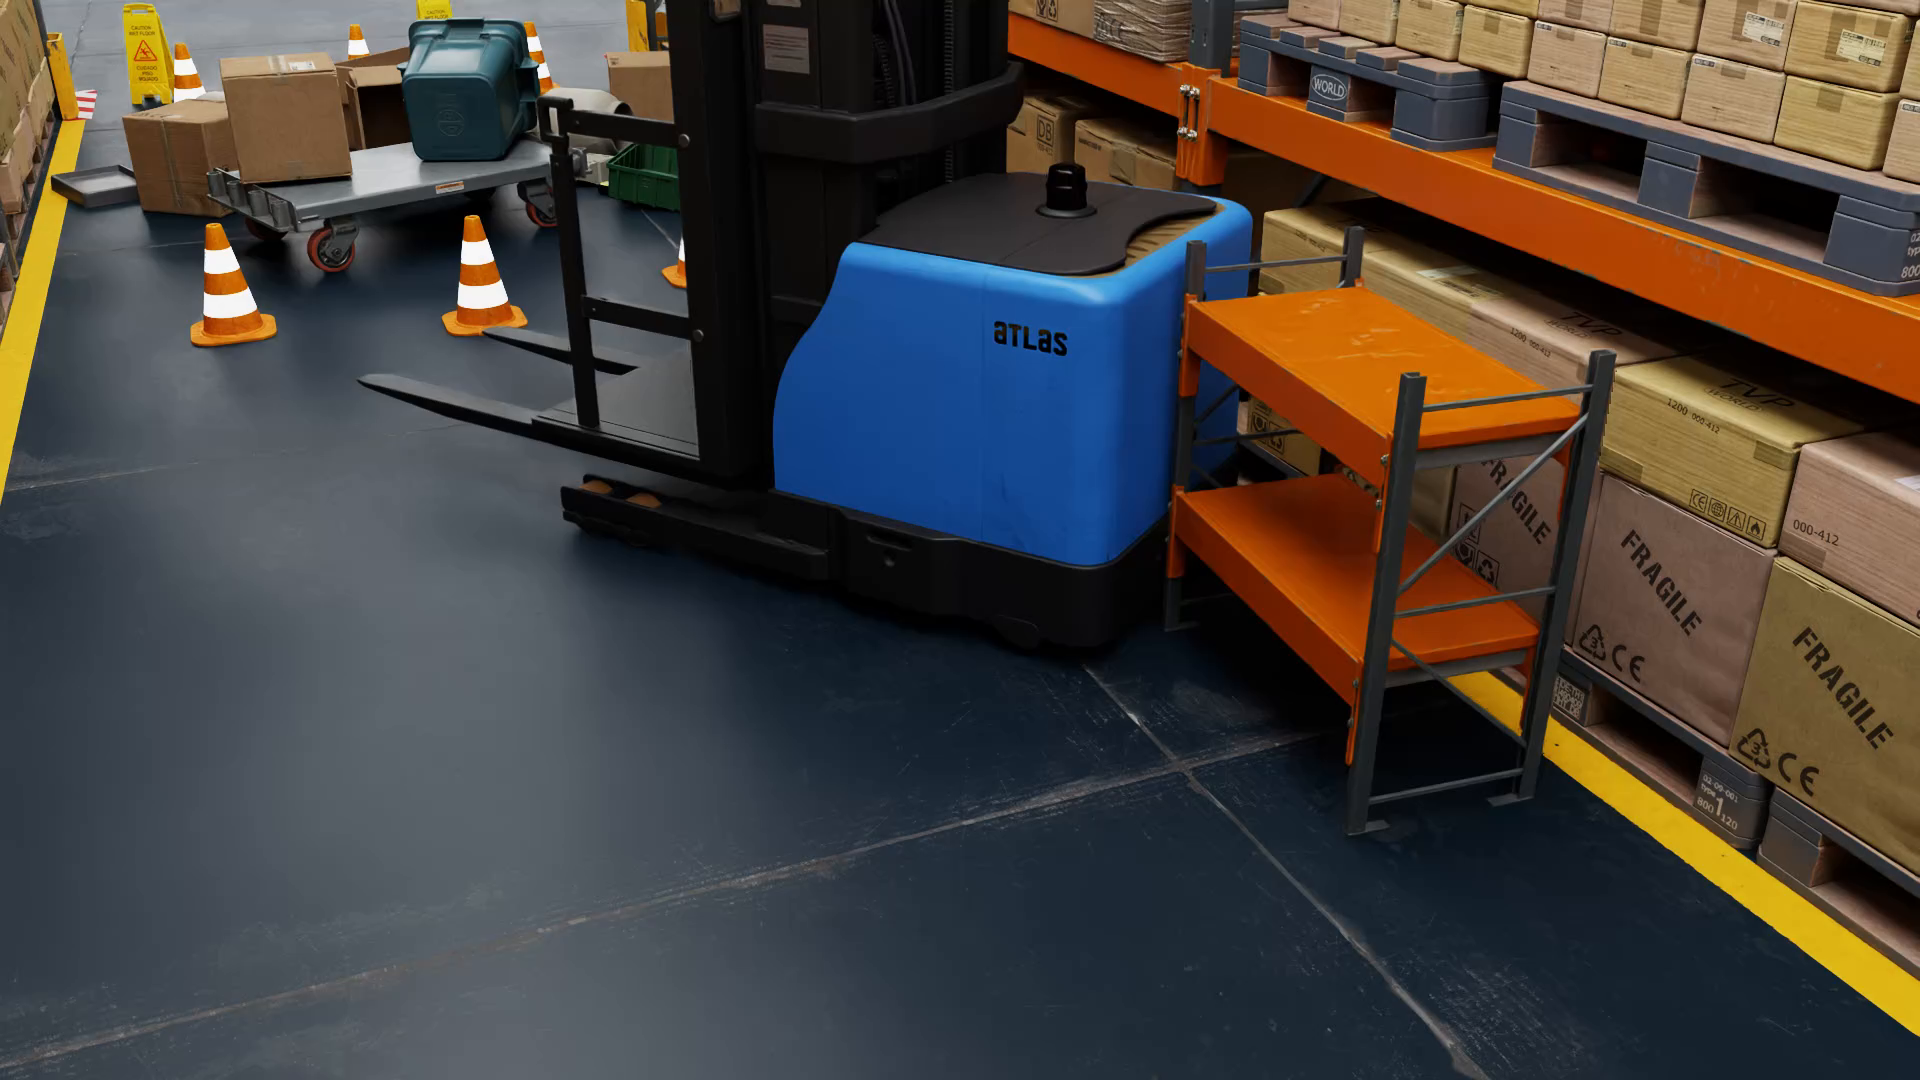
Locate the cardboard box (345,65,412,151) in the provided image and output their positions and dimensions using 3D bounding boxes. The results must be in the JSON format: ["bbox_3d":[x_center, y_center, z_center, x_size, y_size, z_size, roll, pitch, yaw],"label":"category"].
[{"bbox_3d":[-3.033,-2.397,9.432,0.797,0.637,0.503,-11,28,-21],"label":"cardboard box"}]

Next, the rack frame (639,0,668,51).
[{"bbox_3d":[-1.909,-5.000,12.071,1.000,3.000,0.127,-11,28,-21],"label":"rack frame"}]

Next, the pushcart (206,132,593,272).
[{"bbox_3d":[-2.779,-1.727,8.357,1.648,0.377,0.936,-22,34,-38],"label":"pushcart"}]

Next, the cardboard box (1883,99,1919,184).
[{"bbox_3d":[2.043,-0.775,3.227,0.380,0.149,0.250,-12,28,-23],"label":"cardboard box"}]

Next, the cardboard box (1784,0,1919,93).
[{"bbox_3d":[1.933,-1.023,3.395,0.380,0.149,0.250,-10,28,-20],"label":"cardboard box"}]

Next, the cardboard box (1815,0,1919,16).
[{"bbox_3d":[1.944,-1.153,3.322,0.380,0.149,0.250,-12,28,-23],"label":"cardboard box"}]

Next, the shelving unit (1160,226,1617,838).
[{"bbox_3d":[0.974,-0.071,4.109,0.538,1.125,1.048,-8,27,-16],"label":"shelving unit"}]

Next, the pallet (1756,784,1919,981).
[{"bbox_3d":[2.484,0.784,3.404,1.003,0.211,1.213,-11,28,-21],"label":"pallet"}]

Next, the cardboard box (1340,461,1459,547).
[{"bbox_3d":[1.466,-0.304,4.823,0.500,0.500,0.500,-10,28,-20],"label":"cardboard box"}]

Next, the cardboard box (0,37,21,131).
[{"bbox_3d":[-5.061,-2.282,8.306,0.500,0.500,0.500,-9,28,-19],"label":"cardboard box"}]

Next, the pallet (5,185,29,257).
[{"bbox_3d":[-5.153,-1.505,8.093,1.003,0.211,1.213,-11,28,-21],"label":"pallet"}]

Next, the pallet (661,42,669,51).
[{"bbox_3d":[-1.524,-3.437,12.049,1.003,0.211,1.213,-11,28,-21],"label":"pallet"}]

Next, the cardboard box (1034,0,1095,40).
[{"bbox_3d":[0.607,-2.152,6.125,0.500,0.500,0.500,-11,28,-21],"label":"cardboard box"}]

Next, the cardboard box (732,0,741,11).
[{"bbox_3d":[-0.881,-3.248,10.426,0.875,0.875,0.875,-10,28,-20],"label":"cardboard box"}]

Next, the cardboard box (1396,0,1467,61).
[{"bbox_3d":[1.425,-1.413,4.533,0.380,0.149,0.250,-9,27,-18],"label":"cardboard box"}]

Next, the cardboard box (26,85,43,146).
[{"bbox_3d":[-5.454,-2.360,9.321,0.500,0.250,0.500,-12,28,-22],"label":"cardboard box"}]

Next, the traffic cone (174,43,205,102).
[{"bbox_3d":[-5.069,-3.016,10.900,0.336,0.463,0.334,-11,28,-21],"label":"traffic cone"}]

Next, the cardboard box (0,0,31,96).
[{"bbox_3d":[-5.472,-2.705,9.171,0.500,0.500,0.500,-11,28,-22],"label":"cardboard box"}]

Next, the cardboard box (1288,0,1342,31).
[{"bbox_3d":[1.214,-1.630,4.978,0.380,0.149,0.250,-11,28,-21],"label":"cardboard box"}]

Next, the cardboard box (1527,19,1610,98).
[{"bbox_3d":[1.638,-1.197,4.091,0.380,0.149,0.250,-10,28,-19],"label":"cardboard box"}]

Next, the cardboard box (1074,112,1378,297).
[{"bbox_3d":[1.068,-1.209,6.393,1.050,0.750,0.750,-11,28,-21],"label":"cardboard box"}]

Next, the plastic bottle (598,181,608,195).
[{"bbox_3d":[-1.839,-1.916,9.106,0.283,0.061,0.133,18,31,33],"label":"plastic bottle"}]

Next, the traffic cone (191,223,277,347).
[{"bbox_3d":[-3.084,-1.093,6.962,0.336,0.463,0.334,-11,28,-21],"label":"traffic cone"}]

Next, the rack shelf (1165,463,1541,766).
[{"bbox_3d":[0.973,0.149,4.215,0.538,0.278,1.000,-8,27,-16],"label":"rack shelf"}]

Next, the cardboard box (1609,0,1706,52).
[{"bbox_3d":[1.734,-1.230,3.819,0.380,0.149,0.250,-11,28,-21],"label":"cardboard box"}]

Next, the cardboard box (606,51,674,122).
[{"bbox_3d":[-1.895,-2.713,10.234,0.500,0.500,0.500,-6,27,-12],"label":"cardboard box"}]

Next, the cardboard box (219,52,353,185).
[{"bbox_3d":[-3.231,-2.028,7.971,0.500,0.500,0.500,-11,28,-21],"label":"cardboard box"}]

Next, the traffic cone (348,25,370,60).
[{"bbox_3d":[-4.180,-3.344,11.572,0.336,0.463,0.334,-11,28,-21],"label":"traffic cone"}]

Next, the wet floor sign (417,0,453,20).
[{"bbox_3d":[-3.742,-3.613,11.915,0.267,0.644,0.232,-16,30,-29],"label":"wet floor sign"}]

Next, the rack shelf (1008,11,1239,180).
[{"bbox_3d":[0.441,-2.254,7.268,1.077,0.370,4.000,-11,28,-21],"label":"rack shelf"}]

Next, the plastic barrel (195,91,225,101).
[{"bbox_3d":[-4.222,-2.377,9.636,0.512,0.421,0.421,8,27,15],"label":"plastic barrel"}]

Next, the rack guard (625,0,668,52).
[{"bbox_3d":[-1.918,-3.886,12.639,1.175,0.500,0.348,-11,28,-21],"label":"rack guard"}]

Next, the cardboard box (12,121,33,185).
[{"bbox_3d":[-5.060,-1.945,8.469,0.500,0.250,0.500,-9,27,-18],"label":"cardboard box"}]

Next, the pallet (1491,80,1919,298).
[{"bbox_3d":[2.037,-0.892,3.876,1.003,0.211,1.213,-11,28,-21],"label":"pallet"}]

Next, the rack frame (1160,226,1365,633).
[{"bbox_3d":[0.816,-0.283,4.543,0.500,1.125,0.032,-8,27,-16],"label":"rack frame"}]

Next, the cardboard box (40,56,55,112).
[{"bbox_3d":[-5.851,-2.772,10.163,0.500,0.250,0.500,-11,28,-21],"label":"cardboard box"}]

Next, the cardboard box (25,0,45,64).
[{"bbox_3d":[-5.870,-3.120,10.021,0.500,0.500,0.500,-10,28,-20],"label":"cardboard box"}]

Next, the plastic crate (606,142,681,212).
[{"bbox_3d":[-1.616,-1.992,9.051,0.450,0.188,0.662,12,27,2],"label":"plastic crate"}]

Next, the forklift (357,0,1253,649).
[{"bbox_3d":[-0.671,-1.478,4.937,3.031,2.935,1.130,14,29,27],"label":"forklift"}]

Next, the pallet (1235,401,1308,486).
[{"bbox_3d":[1.529,-0.201,5.421,1.003,0.211,1.213,-11,28,-21],"label":"pallet"}]

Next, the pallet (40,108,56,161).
[{"bbox_3d":[-6.109,-2.490,10.110,1.003,0.211,1.213,-11,28,-21],"label":"pallet"}]

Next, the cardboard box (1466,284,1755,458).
[{"bbox_3d":[1.652,-0.446,4.260,0.500,0.250,0.500,-10,28,-20],"label":"cardboard box"}]

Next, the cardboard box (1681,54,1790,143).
[{"bbox_3d":[1.835,-0.990,3.667,0.380,0.149,0.250,-12,28,-22],"label":"cardboard box"}]

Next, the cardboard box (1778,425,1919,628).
[{"bbox_3d":[2.077,-0.025,3.397,0.500,0.250,0.500,-9,28,-18],"label":"cardboard box"}]

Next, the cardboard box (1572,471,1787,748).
[{"bbox_3d":[1.871,0.109,3.978,0.500,0.500,0.500,-11,28,-22],"label":"cardboard box"}]

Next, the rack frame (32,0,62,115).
[{"bbox_3d":[-6.424,-4.108,10.245,1.000,3.000,0.127,-11,28,-21],"label":"rack frame"}]

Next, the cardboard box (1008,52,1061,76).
[{"bbox_3d":[0.358,-1.937,7.884,1.050,0.750,0.750,-11,28,-21],"label":"cardboard box"}]

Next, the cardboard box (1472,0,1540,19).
[{"bbox_3d":[1.543,-1.432,4.232,0.380,0.149,0.250,-10,28,-20],"label":"cardboard box"}]

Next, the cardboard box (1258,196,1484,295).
[{"bbox_3d":[1.271,-0.852,5.093,0.500,0.250,0.500,-12,28,-23],"label":"cardboard box"}]
